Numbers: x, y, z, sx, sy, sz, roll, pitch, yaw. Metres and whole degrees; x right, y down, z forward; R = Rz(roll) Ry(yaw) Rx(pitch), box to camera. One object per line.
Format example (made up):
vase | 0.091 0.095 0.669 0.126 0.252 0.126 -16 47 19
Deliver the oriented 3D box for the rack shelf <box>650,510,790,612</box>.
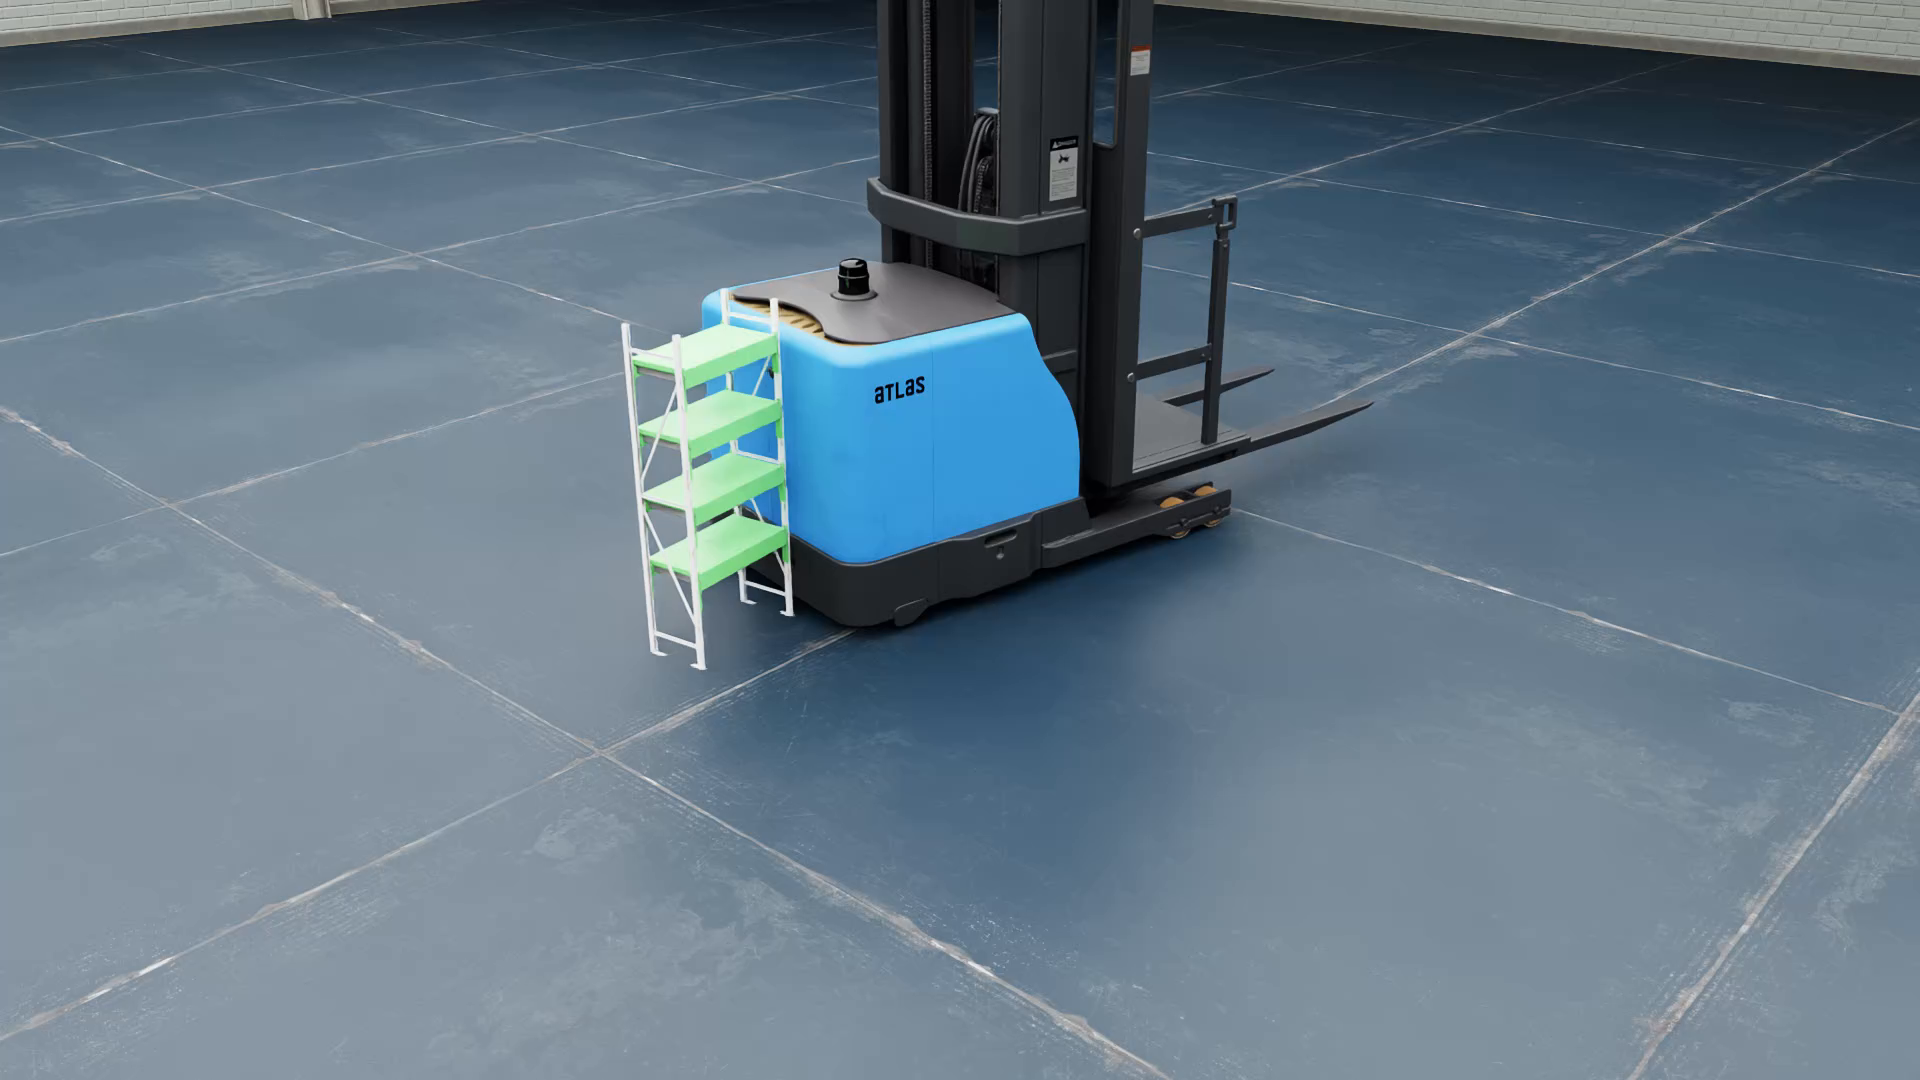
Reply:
rack shelf | -0.852 0.069 5.871 0.258 0.148 0.480 15 28 30

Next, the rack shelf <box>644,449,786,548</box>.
rack shelf | -0.853 -0.150 5.772 0.258 0.148 0.480 15 28 30

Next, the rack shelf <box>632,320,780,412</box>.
rack shelf | -0.855 -0.588 5.576 0.258 0.148 0.480 15 28 30

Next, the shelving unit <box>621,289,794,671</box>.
shelving unit | -0.853 -0.209 5.746 0.258 1.200 0.503 15 28 30

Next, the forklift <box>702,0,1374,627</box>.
forklift | 0.498 -1.496 6.503 3.031 2.935 1.130 -18 30 -34

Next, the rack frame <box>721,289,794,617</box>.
rack frame | -0.720 -0.293 5.932 0.240 1.200 0.015 15 28 30

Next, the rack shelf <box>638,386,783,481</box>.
rack shelf | -0.854 -0.369 5.674 0.258 0.148 0.480 15 28 30

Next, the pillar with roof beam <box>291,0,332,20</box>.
pillar with roof beam | -5.562 -10.002 18.059 9.100 9.000 0.400 20 31 38

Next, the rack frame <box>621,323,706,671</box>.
rack frame | -0.987 -0.125 5.560 0.240 1.200 0.015 15 28 30
